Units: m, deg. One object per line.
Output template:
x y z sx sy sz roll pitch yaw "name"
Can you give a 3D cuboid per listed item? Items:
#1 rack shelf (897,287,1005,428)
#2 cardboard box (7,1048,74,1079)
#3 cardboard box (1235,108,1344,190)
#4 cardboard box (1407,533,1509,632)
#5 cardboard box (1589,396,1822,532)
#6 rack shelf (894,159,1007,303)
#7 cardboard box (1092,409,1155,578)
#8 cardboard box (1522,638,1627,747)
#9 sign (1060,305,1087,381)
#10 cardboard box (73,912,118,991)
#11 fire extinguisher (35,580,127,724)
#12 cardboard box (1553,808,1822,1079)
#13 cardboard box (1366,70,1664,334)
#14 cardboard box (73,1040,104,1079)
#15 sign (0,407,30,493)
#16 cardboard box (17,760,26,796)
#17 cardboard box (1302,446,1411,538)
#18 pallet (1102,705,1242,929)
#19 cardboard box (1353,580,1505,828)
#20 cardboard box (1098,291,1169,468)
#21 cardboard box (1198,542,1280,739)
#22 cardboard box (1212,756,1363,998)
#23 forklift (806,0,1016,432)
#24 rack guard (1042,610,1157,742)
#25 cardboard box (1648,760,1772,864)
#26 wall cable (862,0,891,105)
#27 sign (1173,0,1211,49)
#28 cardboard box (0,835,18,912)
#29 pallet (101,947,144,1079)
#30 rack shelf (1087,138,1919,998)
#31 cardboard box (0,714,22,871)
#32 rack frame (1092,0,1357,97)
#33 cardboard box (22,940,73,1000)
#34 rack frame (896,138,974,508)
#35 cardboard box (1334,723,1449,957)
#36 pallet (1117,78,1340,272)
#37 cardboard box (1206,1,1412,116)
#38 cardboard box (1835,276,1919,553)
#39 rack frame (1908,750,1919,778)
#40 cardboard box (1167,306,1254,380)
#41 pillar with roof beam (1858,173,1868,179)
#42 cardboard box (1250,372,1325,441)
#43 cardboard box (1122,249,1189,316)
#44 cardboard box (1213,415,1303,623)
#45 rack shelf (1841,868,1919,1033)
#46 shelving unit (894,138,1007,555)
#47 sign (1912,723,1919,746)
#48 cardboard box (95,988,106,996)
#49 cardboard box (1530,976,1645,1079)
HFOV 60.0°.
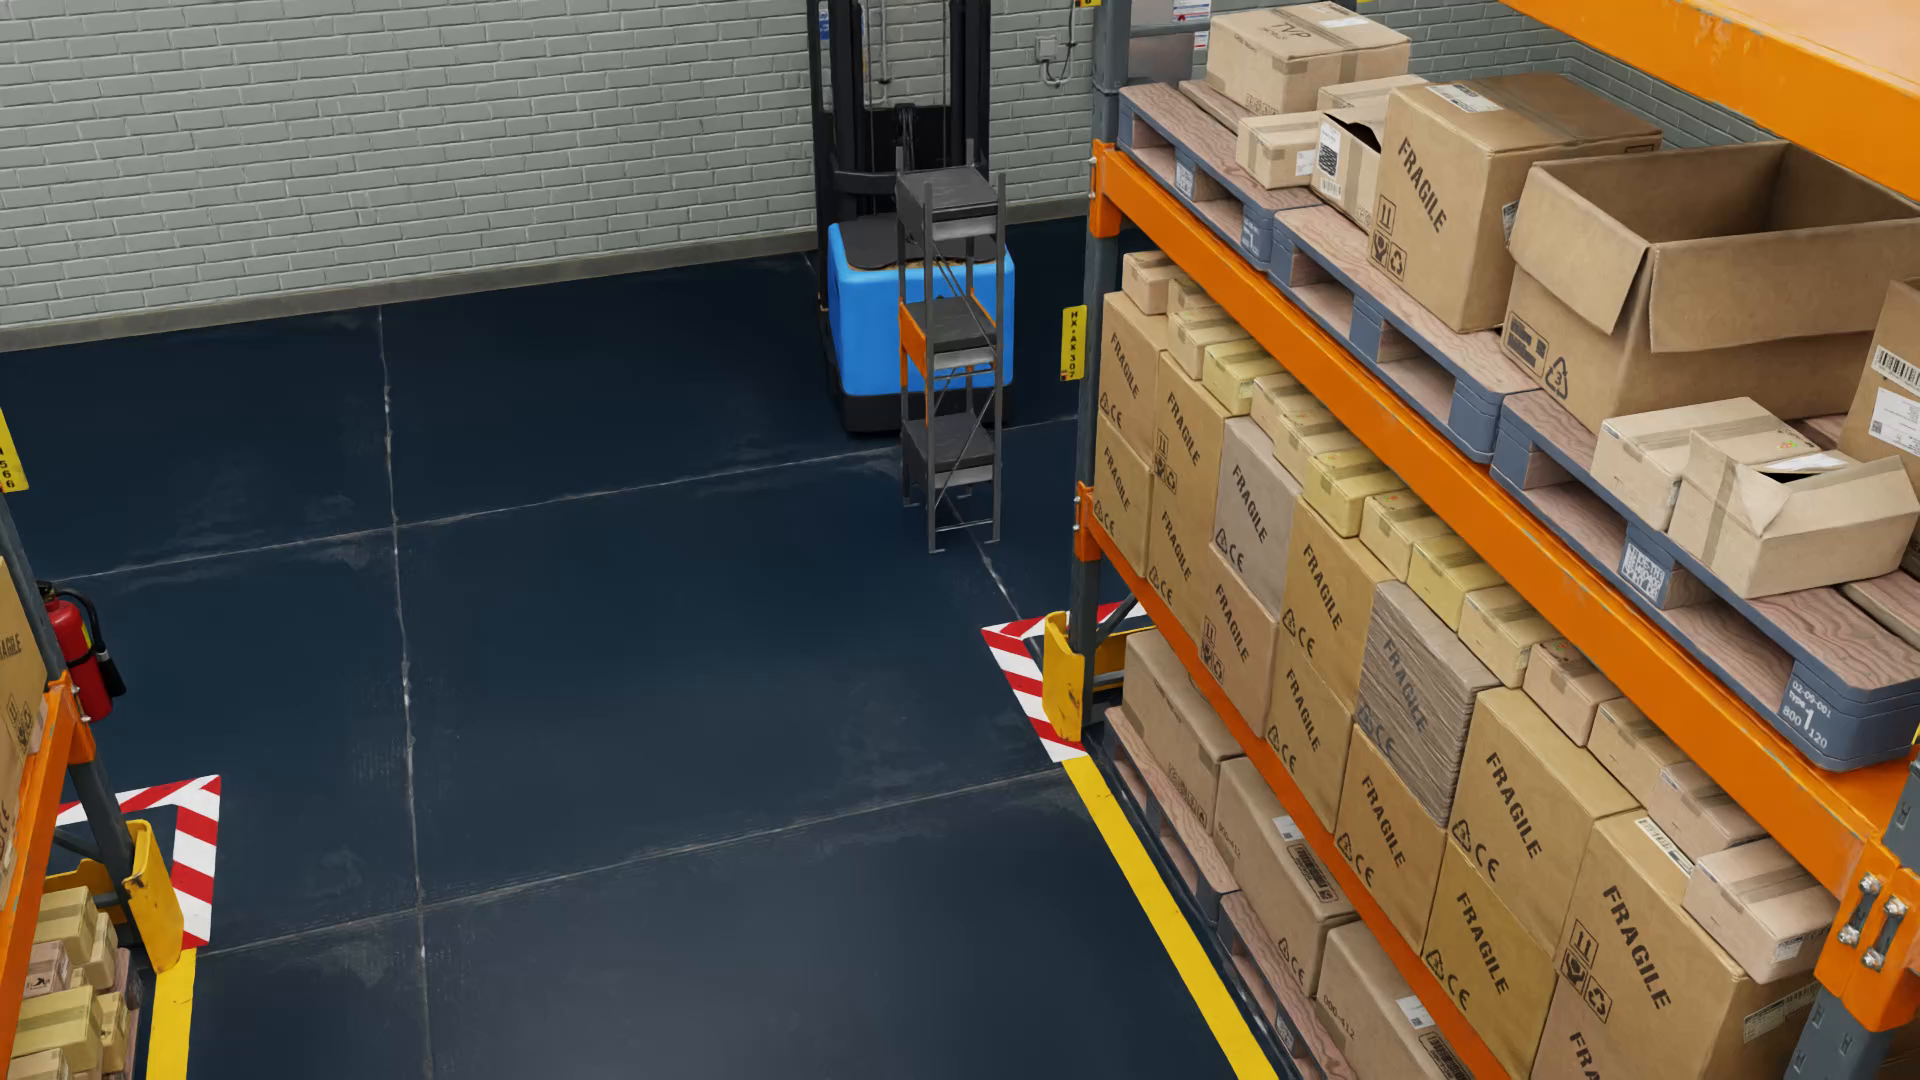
-0.050 -0.952 8.630 0.431 0.518 0.480 -10 35 -15 "rack shelf"
-3.053 1.803 5.285 0.380 0.149 0.250 -11 35 -17 "cardboard box"
1.100 -1.240 5.261 0.380 0.149 0.250 -9 34 -13 "cardboard box"
1.480 0.094 4.620 0.380 0.149 0.250 -11 35 -16 "cardboard box"
1.627 -0.170 3.642 0.380 0.149 0.250 -9 35 -14 "cardboard box"
-0.050 -1.536 8.244 0.431 0.518 0.480 -10 35 -15 "rack shelf"
0.860 -0.228 6.603 0.500 0.500 0.500 -10 35 -15 "cardboard box"
1.672 0.357 4.223 0.380 0.149 0.250 -10 35 -15 "cardboard box"
0.457 -0.790 6.688 0.100 0.325 0.005 -10 35 -15 "sign"
-3.263 1.518 5.986 0.380 0.149 0.250 -11 35 -16 "cardboard box"
-3.334 0.377 6.186 0.296 0.674 0.183 -10 35 -15 "fire extinguisher"
1.800 0.953 3.908 0.500 0.500 0.500 -10 35 -15 "cardboard box"
1.459 -0.913 4.447 0.500 0.500 0.500 -9 35 -14 "cardboard box"
-3.103 1.791 5.574 0.380 0.149 0.250 -11 35 -17 "cardboard box"
-3.162 -0.299 5.464 0.100 0.325 0.005 -10 35 -15 "sign"
-3.287 0.764 5.420 0.380 0.149 0.250 -10 35 -15 "cardboard box"
1.265 -0.162 5.007 0.380 0.149 0.250 -11 35 -16 "cardboard box"
1.306 1.084 7.238 1.003 0.211 1.213 -10 35 -15 "pallet"
1.489 0.420 4.715 0.500 0.500 0.500 -10 35 -14 "cardboard box"
0.862 -0.645 6.328 0.500 0.500 0.500 -11 35 -16 "cardboard box"
1.179 0.303 5.799 0.500 0.500 0.500 -10 35 -15 "cardboard box"
1.571 1.216 6.451 0.875 0.438 0.875 -9 35 -13 "cardboard box"
-0.400 -2.665 10.445 1.130 2.935 3.031 -5 34 -7 "forklift"
0.980 0.544 7.793 1.175 0.500 0.348 -10 35 -15 "rack guard"
1.833 0.619 3.825 0.380 0.149 0.250 -9 35 -14 "cardboard box"
-0.755 -3.880 11.270 0.585 1.953 0.123 -10 35 -15 "wall cable"
1.697 -3.872 12.294 0.329 0.494 0.001 -10 35 -15 "sign"
-3.097 1.024 5.028 0.380 0.149 0.250 -9 35 -13 "cardboard box"
-3.459 2.035 5.799 1.003 0.211 1.213 -10 35 -15 "pallet"
1.597 -0.388 4.867 1.077 0.370 4.000 -10 35 -15 "rack shelf"
-3.162 0.697 4.933 0.500 0.500 0.500 -11 35 -16 "cardboard box"
0.987 -2.989 5.431 1.000 3.000 0.127 -10 35 -15 "rack frame"
-3.271 1.542 5.681 0.380 0.149 0.250 -9 35 -14 "cardboard box"
-0.125 -1.091 8.816 0.400 2.100 0.015 -10 35 -15 "rack frame"
1.493 0.841 4.986 0.500 0.500 0.500 -11 35 -15 "cardboard box"
1.223 -1.313 5.696 1.003 0.211 1.213 -10 35 -15 "pallet"
1.210 -1.671 5.821 0.500 0.250 0.500 -13 36 -19 "cardboard box"
2.228 -0.241 3.430 0.500 0.500 0.500 -9 35 -14 "cardboard box"
2.207 -0.889 2.253 1.000 3.000 0.127 -10 35 -15 "rack frame"
0.950 -0.702 5.824 0.380 0.149 0.250 -9 34 -13 "cardboard box"
1.649 -4.669 7.973 9.100 9.000 0.400 -10 35 -15 "pillar with roof beam"
1.177 -0.437 5.425 0.380 0.149 0.250 -10 35 -14 "cardboard box"
0.832 -0.983 6.250 0.380 0.149 0.250 -9 35 -14 "cardboard box"
1.191 -0.106 5.512 0.500 0.500 0.500 -10 35 -15 "cardboard box"
2.817 1.712 1.689 1.077 0.370 4.000 -10 35 -15 "rack shelf"
-0.050 -0.963 8.622 0.431 2.100 0.503 -10 35 -15 "shelving unit"
1.679 0.208 2.773 0.100 0.325 0.005 -10 35 -15 "sign"
-3.337 1.655 6.050 0.380 0.149 0.250 -9 35 -14 "cardboard box"
1.822 1.371 4.182 0.500 0.500 0.500 -10 35 -14 "cardboard box"
